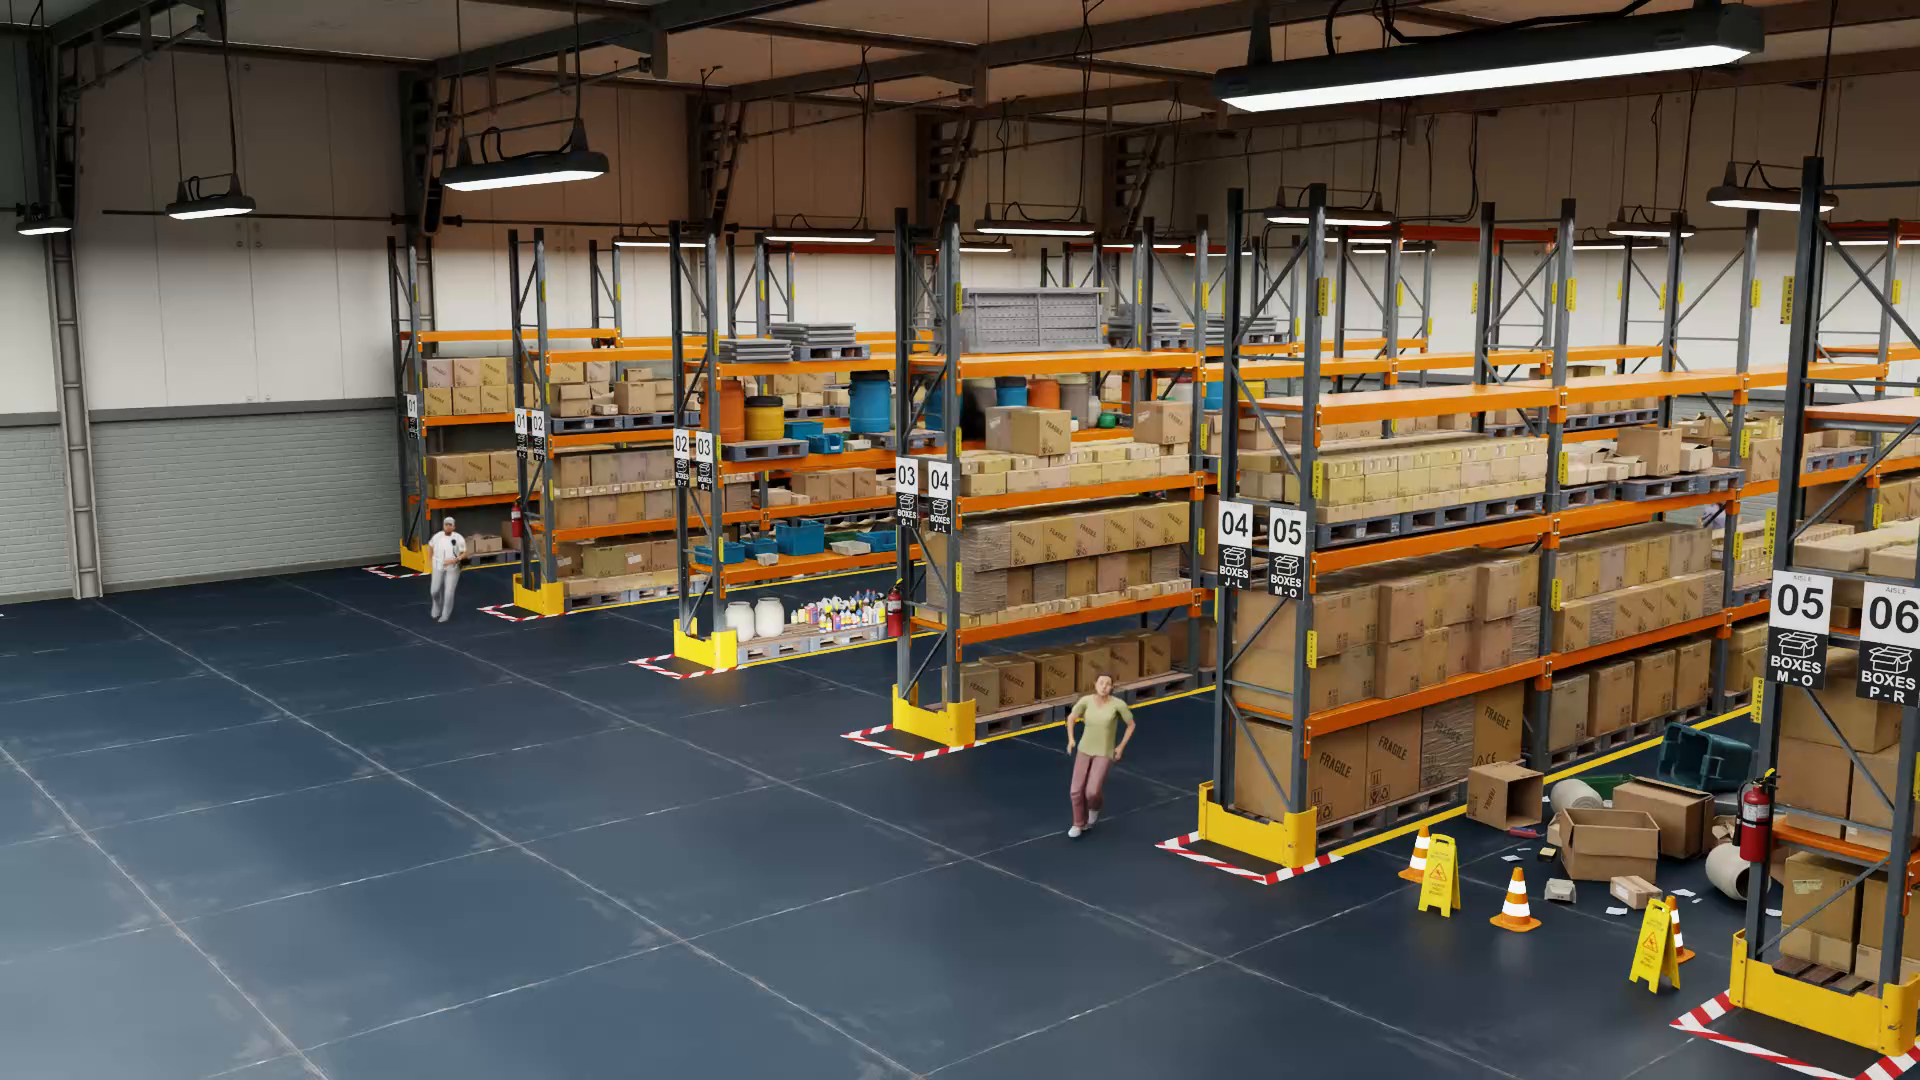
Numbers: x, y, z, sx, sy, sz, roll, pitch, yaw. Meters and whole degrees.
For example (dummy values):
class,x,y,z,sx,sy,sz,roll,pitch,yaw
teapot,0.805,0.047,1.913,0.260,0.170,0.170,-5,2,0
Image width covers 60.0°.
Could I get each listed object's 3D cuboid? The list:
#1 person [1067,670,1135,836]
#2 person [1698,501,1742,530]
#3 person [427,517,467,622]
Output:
class,x,y,z,sx,sy,sz,roll,pitch,yaw
person,1.285,2.004,15.558,0.631,1.616,0.527,4,9,22
person,13.035,0.073,28.456,0.666,1.463,0.888,0,9,1
person,-7.891,0.464,25.566,0.618,1.630,0.531,-1,9,-9
